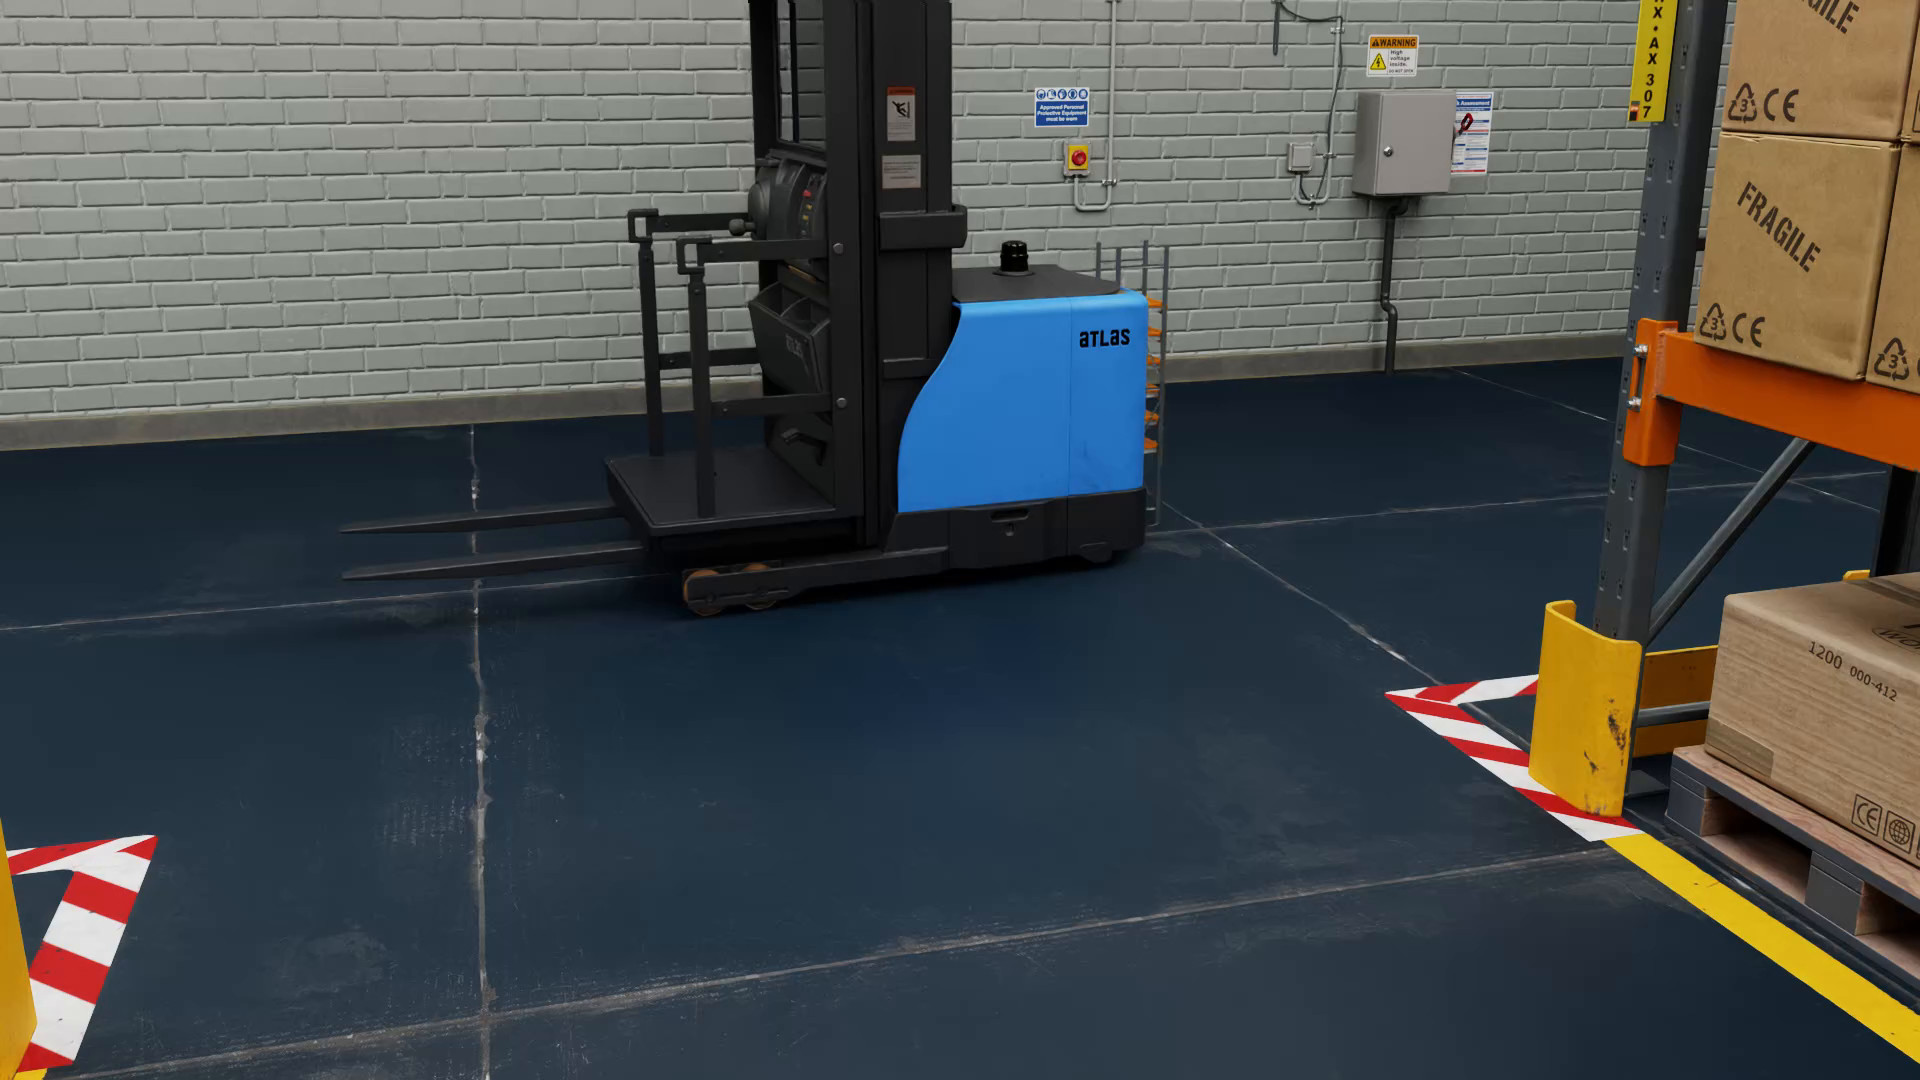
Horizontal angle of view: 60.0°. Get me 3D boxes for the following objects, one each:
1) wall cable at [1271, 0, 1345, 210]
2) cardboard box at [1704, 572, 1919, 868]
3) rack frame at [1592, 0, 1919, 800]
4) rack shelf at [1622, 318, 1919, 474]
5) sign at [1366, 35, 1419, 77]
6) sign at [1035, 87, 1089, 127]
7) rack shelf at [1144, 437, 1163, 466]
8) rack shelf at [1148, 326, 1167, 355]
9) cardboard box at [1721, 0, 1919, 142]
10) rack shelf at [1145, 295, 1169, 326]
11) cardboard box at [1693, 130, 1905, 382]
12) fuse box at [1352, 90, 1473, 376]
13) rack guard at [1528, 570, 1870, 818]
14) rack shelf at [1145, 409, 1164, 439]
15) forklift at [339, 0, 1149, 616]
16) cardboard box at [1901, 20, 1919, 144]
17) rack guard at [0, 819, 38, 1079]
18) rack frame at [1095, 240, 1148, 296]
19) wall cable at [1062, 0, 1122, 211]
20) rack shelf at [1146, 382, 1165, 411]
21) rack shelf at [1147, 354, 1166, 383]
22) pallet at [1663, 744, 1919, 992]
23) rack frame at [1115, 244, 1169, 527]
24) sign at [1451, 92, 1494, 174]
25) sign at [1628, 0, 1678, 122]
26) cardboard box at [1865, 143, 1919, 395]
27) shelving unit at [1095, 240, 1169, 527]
[{"bbox_3d":[2.006,-2.933,9.736,0.588,1.984,0.122,-5,17,-15],"label":"wall cable"},{"bbox_3d":[2.496,0.428,4.038,0.875,0.438,0.875,-5,18,-17],"label":"cardboard box"},{"bbox_3d":[2.218,-0.773,4.312,1.000,3.000,0.127,-5,17,-15],"label":"rack frame"},{"bbox_3d":[2.768,0.125,2.573,1.077,0.370,4.000,-5,17,-15],"label":"rack shelf"},{"bbox_3d":[2.596,-2.905,9.974,0.339,0.242,0.001,-5,17,-15],"label":"sign"},{"bbox_3d":[0.583,-2.473,9.503,0.327,0.218,0.001,-5,17,-15],"label":"sign"},{"bbox_3d":[0.711,-0.374,7.102,0.258,0.103,0.180,-7,18,-21],"label":"rack shelf"},{"bbox_3d":[0.711,-0.834,6.964,0.258,0.103,0.180,-7,18,-21],"label":"rack shelf"},{"bbox_3d":[2.076,-1.145,3.636,0.500,0.500,0.500,-5,17,-16],"label":"cardboard box"},{"bbox_3d":[0.711,-0.949,6.929,0.258,0.103,0.180,-7,18,-21],"label":"rack shelf"},{"bbox_3d":[2.074,-0.665,3.780,0.500,0.500,0.500,-5,17,-16],"label":"cardboard box"},{"bbox_3d":[2.706,-1.840,10.102,0.539,1.711,0.414,-5,17,-15],"label":"fuse box"},{"bbox_3d":[2.211,0.417,4.693,1.175,0.500,0.348,-5,17,-15],"label":"rack guard"},{"bbox_3d":[0.711,-0.489,7.067,0.258,0.103,0.180,-7,18,-21],"label":"rack shelf"},{"bbox_3d":[-0.831,-1.300,6.183,3.031,2.935,1.130,-6,18,-19],"label":"forklift"},{"bbox_3d":[2.225,-1.002,3.162,0.500,0.500,0.500,-5,17,-17],"label":"cardboard box"},{"bbox_3d":[-2.493,0.864,3.205,1.175,0.500,0.348,-5,17,-15],"label":"rack guard"},{"bbox_3d":[0.677,-0.671,7.101,0.240,1.200,0.006,-7,18,-21],"label":"rack frame"},{"bbox_3d":[0.646,-2.832,9.347,0.585,1.953,0.123,-5,17,-15],"label":"wall cable"},{"bbox_3d":[0.711,-0.604,7.033,0.258,0.103,0.180,-7,18,-21],"label":"rack shelf"},{"bbox_3d":[0.711,-0.719,6.998,0.258,0.103,0.180,-7,18,-21],"label":"rack shelf"},{"bbox_3d":[2.513,0.777,3.997,1.003,0.211,1.213,-5,17,-15],"label":"pallet"},{"bbox_3d":[0.745,-0.622,6.938,0.240,1.200,0.006,-7,18,-21],"label":"rack frame"},{"bbox_3d":[3.124,-2.507,10.251,0.329,0.494,0.001,-5,17,-15],"label":"sign"},{"bbox_3d":[1.683,-1.183,4.035,0.100,0.325,0.005,-5,17,-15],"label":"sign"},{"bbox_3d":[2.240,-0.528,3.321,0.500,0.500,0.500,-5,17,-16],"label":"cardboard box"},{"bbox_3d":[0.711,-0.647,7.020,0.258,1.200,0.189,-7,18,-21],"label":"shelving unit"}]
